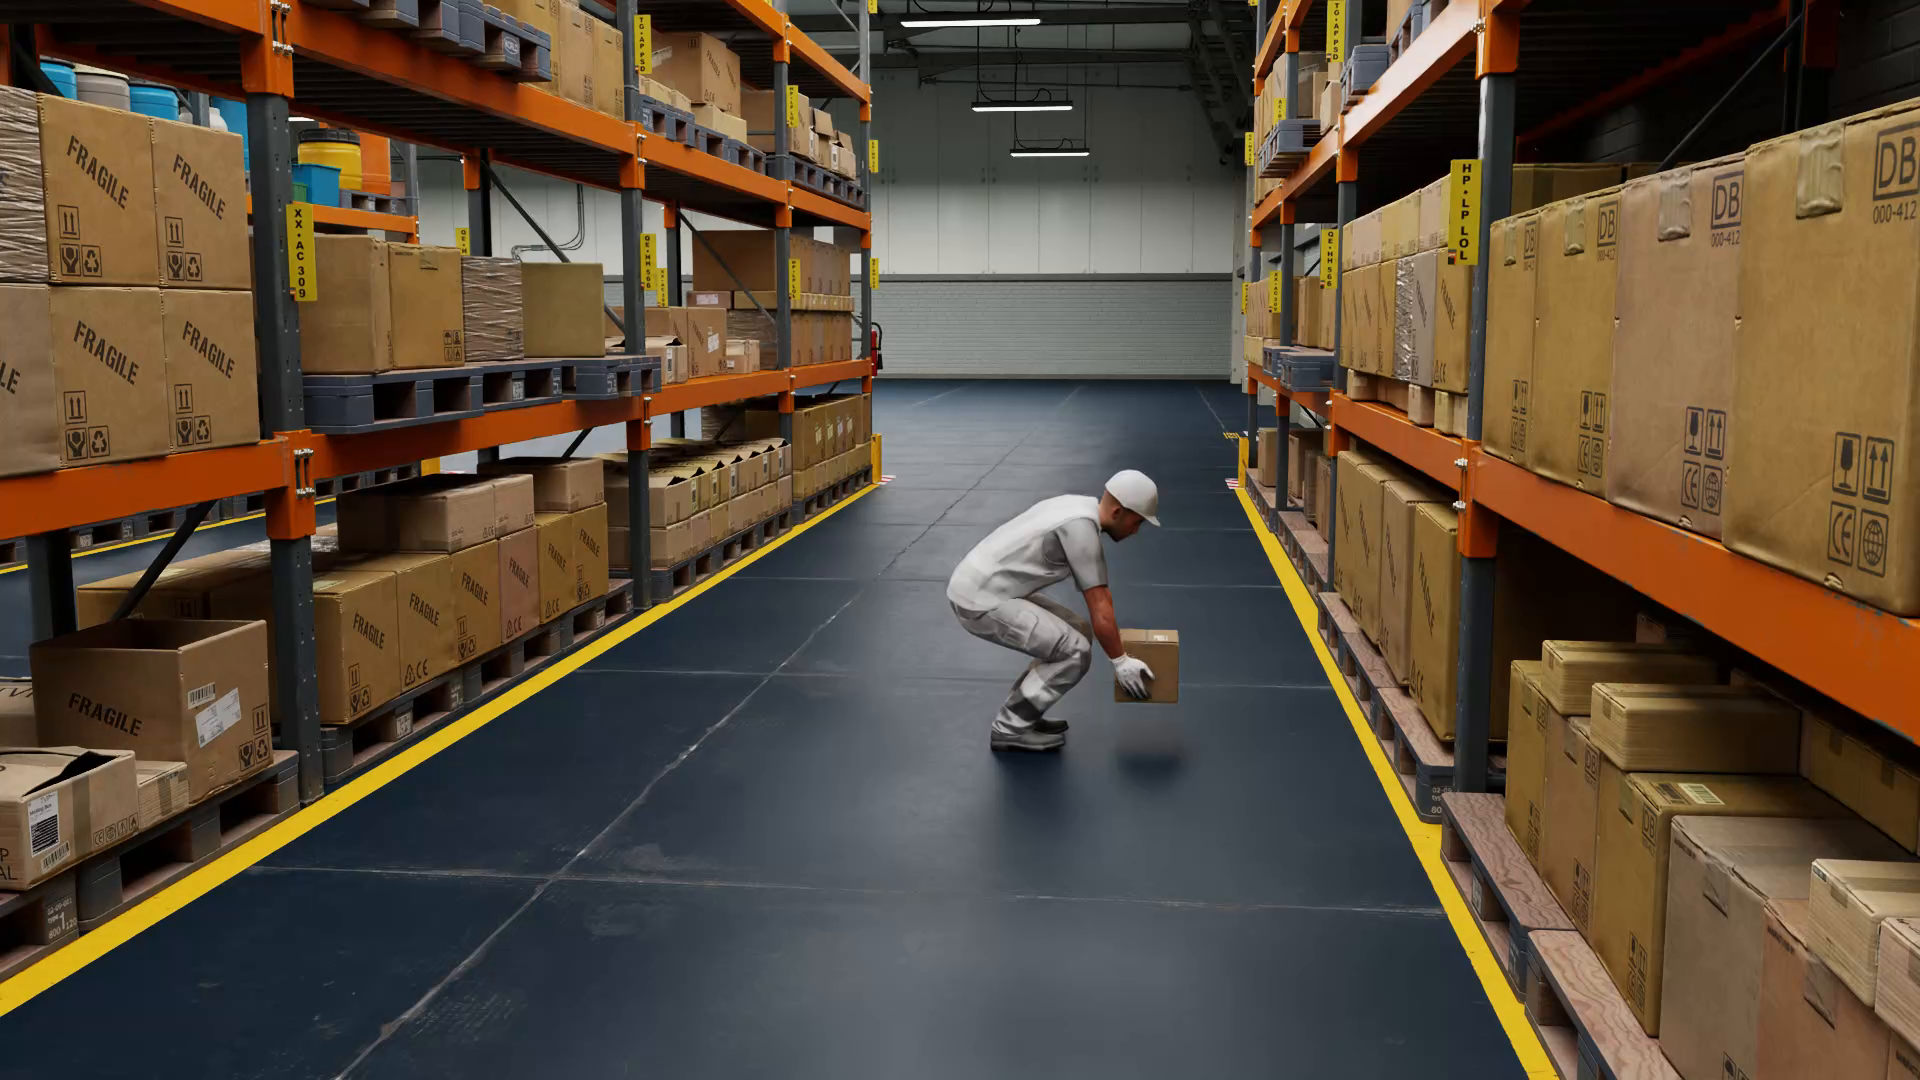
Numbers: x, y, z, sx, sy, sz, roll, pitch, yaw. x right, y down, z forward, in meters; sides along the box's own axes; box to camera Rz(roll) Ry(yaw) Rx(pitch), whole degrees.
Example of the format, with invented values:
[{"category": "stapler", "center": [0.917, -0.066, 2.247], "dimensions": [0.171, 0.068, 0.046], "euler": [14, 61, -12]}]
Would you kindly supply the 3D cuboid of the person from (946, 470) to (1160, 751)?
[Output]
[{"category": "person", "center": [0.378, 0.269, 6.749], "dimensions": [0.856, 1.114, 0.579], "euler": [1, 8, 6]}]
